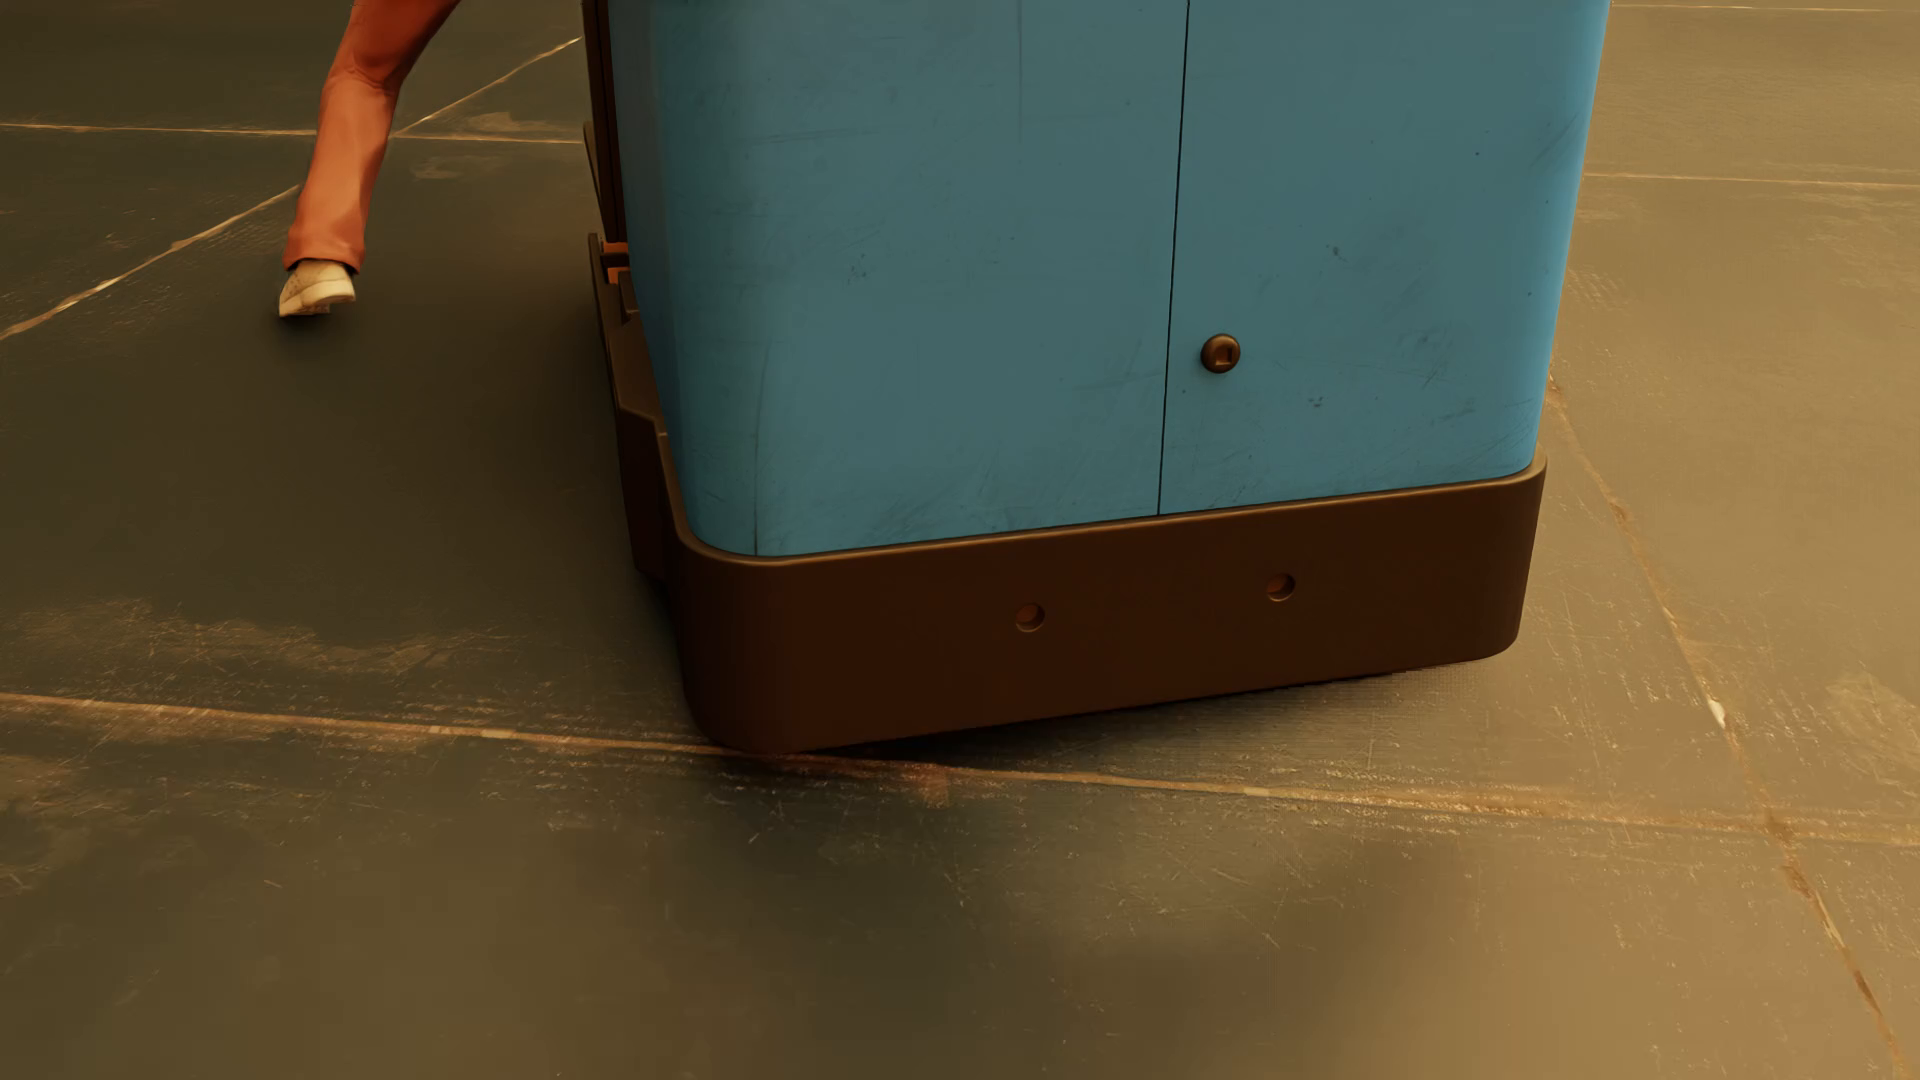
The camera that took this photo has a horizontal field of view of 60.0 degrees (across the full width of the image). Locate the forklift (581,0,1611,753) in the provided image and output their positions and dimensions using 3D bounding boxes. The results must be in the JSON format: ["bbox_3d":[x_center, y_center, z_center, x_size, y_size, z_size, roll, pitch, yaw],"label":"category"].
[{"bbox_3d":[-0.138,-1.710,2.645,1.130,2.935,3.031,-6,27,-12],"label":"forklift"}]

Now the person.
[{"bbox_3d":[-0.937,-1.262,3.300,0.933,1.555,0.897,3,27,5],"label":"person"}]
